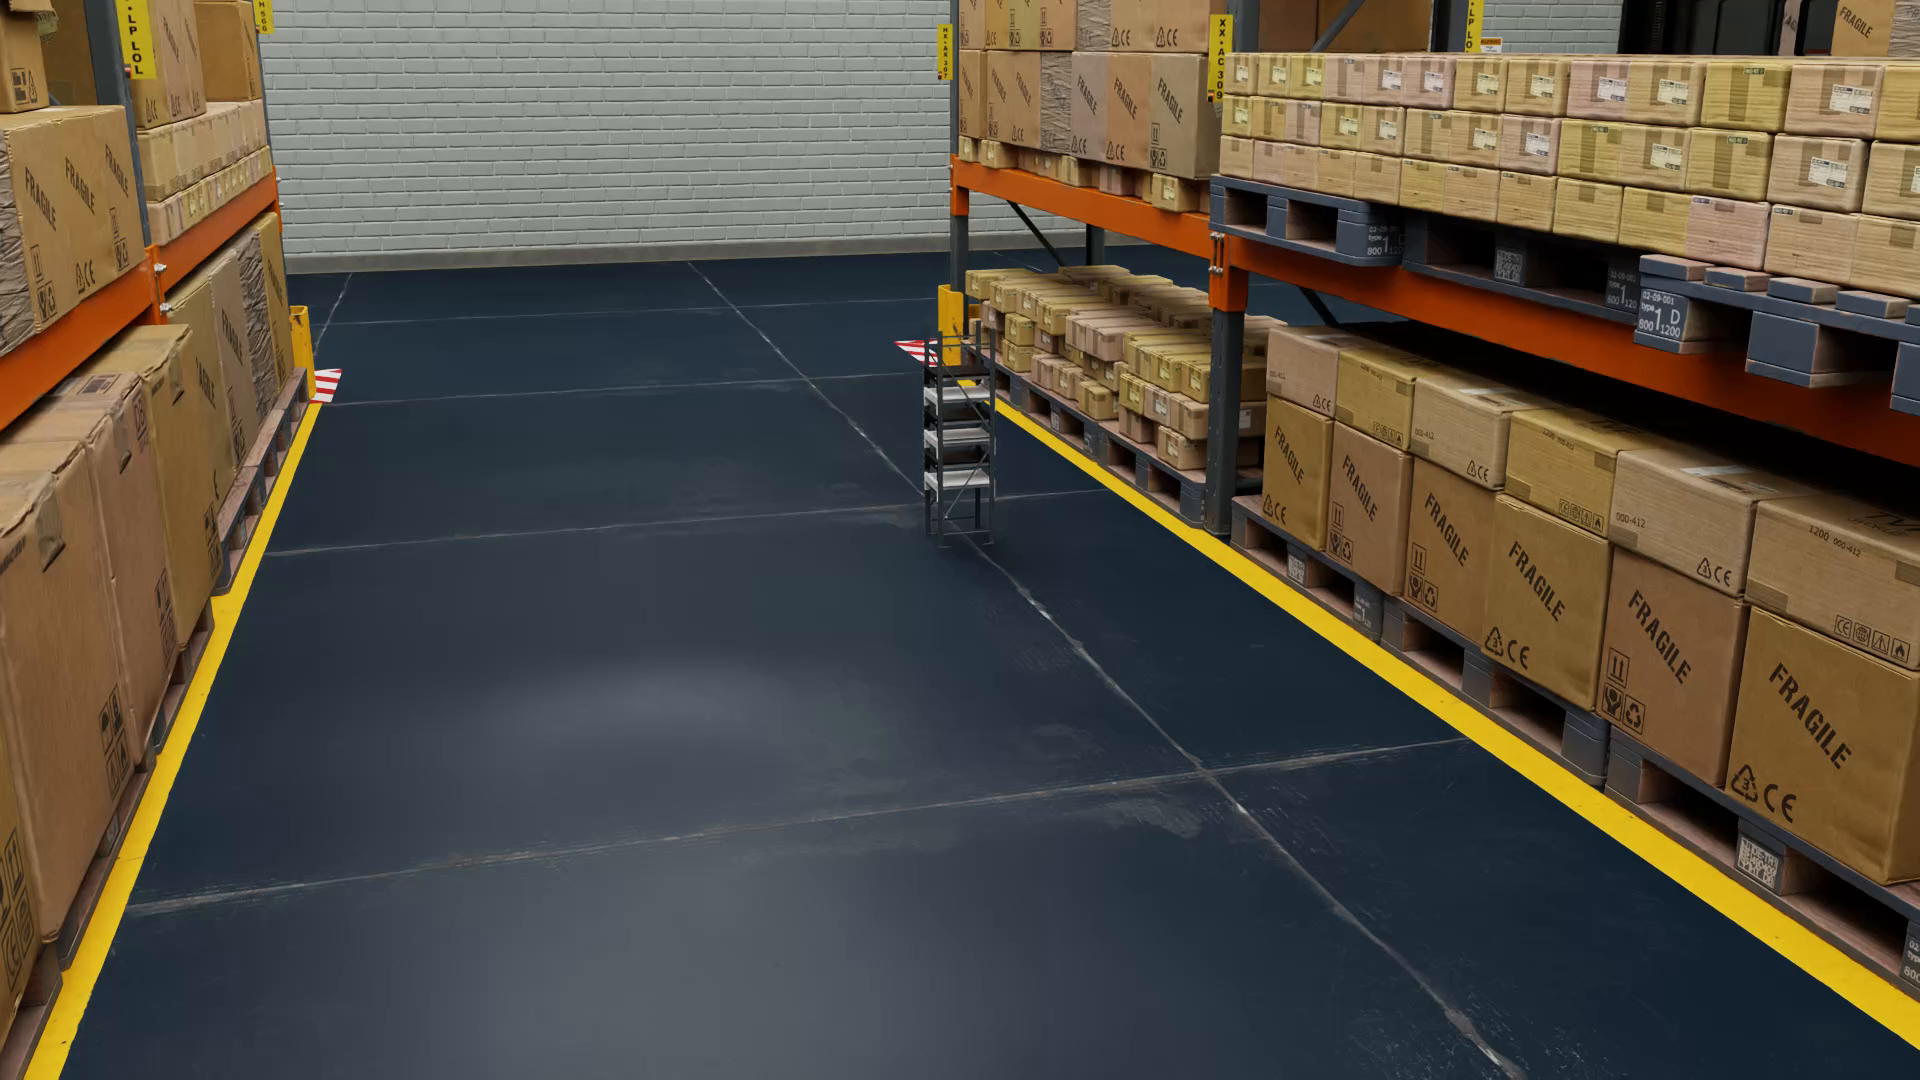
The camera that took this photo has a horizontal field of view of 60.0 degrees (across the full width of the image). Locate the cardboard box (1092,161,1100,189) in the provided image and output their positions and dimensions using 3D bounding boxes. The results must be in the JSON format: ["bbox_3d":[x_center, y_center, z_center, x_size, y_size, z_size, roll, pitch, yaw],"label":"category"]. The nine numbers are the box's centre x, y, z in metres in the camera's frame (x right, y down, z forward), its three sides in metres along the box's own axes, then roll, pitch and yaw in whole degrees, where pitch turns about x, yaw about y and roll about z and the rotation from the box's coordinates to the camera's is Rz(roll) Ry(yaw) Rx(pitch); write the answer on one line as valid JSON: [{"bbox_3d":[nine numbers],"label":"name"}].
[{"bbox_3d":[0.869,-1.804,8.180,0.380,0.149,0.250,-5,17,-16],"label":"cardboard box"}]

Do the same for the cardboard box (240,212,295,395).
[{"bbox_3d":[-4.110,-1.257,8.885,0.875,0.875,0.875,-5,17,-15],"label":"cardboard box"}]

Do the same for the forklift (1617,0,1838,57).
[{"bbox_3d":[3.608,-1.578,7.109,3.031,2.935,1.130,1,17,2],"label":"forklift"}]

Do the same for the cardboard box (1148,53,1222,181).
[{"bbox_3d":[1.129,-1.803,7.051,0.500,0.500,0.500,-5,17,-15],"label":"cardboard box"}]

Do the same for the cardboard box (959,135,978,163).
[{"bbox_3d":[0.208,-2.372,10.072,0.380,0.149,0.250,-5,17,-16],"label":"cardboard box"}]

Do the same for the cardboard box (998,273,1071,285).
[{"bbox_3d":[0.443,-1.490,9.891,0.380,0.149,0.250,-4,17,-14],"label":"cardboard box"}]

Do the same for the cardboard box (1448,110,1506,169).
[{"bbox_3d":[1.632,-1.147,4.747,0.380,0.149,0.250,-5,17,-16],"label":"cardboard box"}]

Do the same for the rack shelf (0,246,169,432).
[{"bbox_3d":[-2.713,-0.240,3.787,1.077,0.370,4.000,-5,17,-15],"label":"rack shelf"}]

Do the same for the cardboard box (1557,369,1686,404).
[{"bbox_3d":[2.269,-0.390,5.349,0.500,0.250,0.500,-6,18,-18],"label":"cardboard box"}]

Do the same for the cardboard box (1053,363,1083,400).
[{"bbox_3d":[0.709,-0.847,8.783,0.380,0.149,0.250,-5,17,-15],"label":"cardboard box"}]

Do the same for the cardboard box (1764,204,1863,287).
[{"bbox_3d":[1.989,-0.645,3.592,0.380,0.149,0.250,-5,17,-15],"label":"cardboard box"}]

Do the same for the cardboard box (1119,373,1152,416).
[{"bbox_3d":[0.965,-0.688,7.738,0.380,0.149,0.250,-5,18,-17],"label":"cardboard box"}]

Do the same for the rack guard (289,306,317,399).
[{"bbox_3d":[-4.369,-1.053,9.590,1.175,0.500,0.348,-5,17,-15],"label":"rack guard"}]

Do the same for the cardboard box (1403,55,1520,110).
[{"bbox_3d":[1.556,-1.364,4.953,0.380,0.149,0.250,-4,17,-13],"label":"cardboard box"}]

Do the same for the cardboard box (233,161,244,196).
[{"bbox_3d":[-3.594,-1.697,7.824,0.380,0.149,0.250,-5,17,-15],"label":"cardboard box"}]

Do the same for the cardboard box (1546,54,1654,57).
[{"bbox_3d":[2.112,-1.485,5.354,0.380,0.149,0.250,-5,18,-17],"label":"cardboard box"}]

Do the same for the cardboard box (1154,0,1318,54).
[{"bbox_3d":[1.145,-2.279,6.898,0.500,0.500,0.500,-5,18,-17],"label":"cardboard box"}]

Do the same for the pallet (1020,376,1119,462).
[{"bbox_3d":[0.976,-0.687,8.873,1.003,0.211,1.213,-5,17,-15],"label":"pallet"}]

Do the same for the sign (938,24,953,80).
[{"bbox_3d":[-0.087,-2.980,10.153,0.100,0.325,0.005,-5,17,-15],"label":"sign"}]

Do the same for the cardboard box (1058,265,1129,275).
[{"bbox_3d":[0.824,-1.602,10.264,0.380,0.149,0.250,-4,17,-15],"label":"cardboard box"}]

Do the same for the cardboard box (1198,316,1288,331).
[{"bbox_3d":[1.418,-1.028,8.352,0.380,0.149,0.250,-4,17,-14],"label":"cardboard box"}]

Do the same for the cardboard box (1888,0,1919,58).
[{"bbox_3d":[5.590,-2.837,9.272,0.500,0.500,0.500,-4,17,-15],"label":"cardboard box"}]

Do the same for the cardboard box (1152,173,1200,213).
[{"bbox_3d":[1.055,-1.504,7.183,0.380,0.149,0.250,-5,17,-17],"label":"cardboard box"}]

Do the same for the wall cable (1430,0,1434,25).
[{"bbox_3d":[4.955,-5.187,17.241,0.588,1.984,0.122,-5,17,-15],"label":"wall cable"}]

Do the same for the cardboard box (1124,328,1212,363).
[{"bbox_3d":[1.006,-0.914,7.972,0.380,0.149,0.250,-4,17,-13],"label":"cardboard box"}]

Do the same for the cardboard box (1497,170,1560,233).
[{"bbox_3d":[1.708,-0.931,4.545,0.380,0.149,0.250,-4,17,-14],"label":"cardboard box"}]

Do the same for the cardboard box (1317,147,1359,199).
[{"bbox_3d":[1.414,-1.222,5.513,0.380,0.149,0.250,-5,17,-15],"label":"cardboard box"}]

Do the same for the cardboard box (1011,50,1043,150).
[{"bbox_3d":[0.586,-2.370,8.937,0.500,0.500,0.500,-4,17,-15],"label":"cardboard box"}]

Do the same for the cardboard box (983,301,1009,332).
[{"bbox_3d":[0.353,-1.341,9.910,0.380,0.149,0.250,-5,17,-16],"label":"cardboard box"}]

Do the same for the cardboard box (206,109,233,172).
[{"bbox_3d":[-3.548,-1.777,7.396,0.500,0.250,0.500,-5,17,-15],"label":"cardboard box"}]

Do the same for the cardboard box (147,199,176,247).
[{"bbox_3d":[-3.025,-1.125,5.921,0.380,0.149,0.250,-5,17,-15],"label":"cardboard box"}]

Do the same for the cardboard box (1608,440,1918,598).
[{"bbox_3d":[2.044,-0.066,4.268,0.500,0.250,0.500,-4,17,-14],"label":"cardboard box"}]

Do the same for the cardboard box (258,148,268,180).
[{"bbox_3d":[-3.875,-1.979,8.764,0.380,0.149,0.250,-5,17,-15],"label":"cardboard box"}]

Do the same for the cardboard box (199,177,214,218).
[{"bbox_3d":[-3.314,-1.414,6.882,0.380,0.149,0.250,-5,17,-16],"label":"cardboard box"}]

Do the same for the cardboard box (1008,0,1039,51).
[{"bbox_3d":[0.569,-2.847,8.788,0.500,0.500,0.500,-5,17,-16],"label":"cardboard box"}]

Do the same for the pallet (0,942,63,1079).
[{"bbox_3d":[-2.308,1.080,2.988,1.003,0.211,1.213,-5,17,-15],"label":"pallet"}]

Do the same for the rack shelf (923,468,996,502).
[{"bbox_3d":[-0.002,-0.229,6.891,0.258,0.077,0.200,-5,17,-15],"label":"rack shelf"}]

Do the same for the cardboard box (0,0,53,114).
[{"bbox_3d":[-3.080,-1.490,4.780,0.797,0.503,0.637,-5,17,-17],"label":"cardboard box"}]

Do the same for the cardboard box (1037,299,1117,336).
[{"bbox_3d":[0.632,-1.195,8.906,0.380,0.149,0.250,-4,17,-14],"label":"cardboard box"}]

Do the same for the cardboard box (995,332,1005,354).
[{"bbox_3d":[0.421,-1.208,9.984,0.380,0.149,0.250,-5,17,-15],"label":"cardboard box"}]

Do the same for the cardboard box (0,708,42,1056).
[{"bbox_3d":[-2.333,0.593,2.728,1.225,0.875,0.875,-6,18,-18],"label":"cardboard box"}]

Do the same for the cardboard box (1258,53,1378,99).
[{"bbox_3d":[1.282,-1.645,5.888,0.380,0.149,0.250,-4,17,-14],"label":"cardboard box"}]

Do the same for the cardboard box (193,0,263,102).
[{"bbox_3d":[-3.976,-2.560,8.700,0.500,0.500,0.500,-4,17,-15],"label":"cardboard box"}]

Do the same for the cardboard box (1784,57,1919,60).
[{"bbox_3d":[2.404,-1.194,4.387,0.380,0.149,0.250,-4,17,-13],"label":"cardboard box"}]

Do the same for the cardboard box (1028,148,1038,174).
[{"bbox_3d":[0.594,-2.089,9.128,0.380,0.149,0.250,-5,17,-16],"label":"cardboard box"}]

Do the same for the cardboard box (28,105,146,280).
[{"bbox_3d":[-2.872,-1.078,5.152,0.500,0.500,0.500,-5,17,-15],"label":"cardboard box"}]

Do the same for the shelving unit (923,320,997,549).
[{"bbox_3d":[-0.002,-0.433,6.830,0.258,0.900,0.210,-5,17,-15],"label":"shelving unit"}]

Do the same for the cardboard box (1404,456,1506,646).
[{"bbox_3d":[1.786,0.010,5.320,0.500,0.500,0.500,-4,17,-14],"label":"cardboard box"}]

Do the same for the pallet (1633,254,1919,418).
[{"bbox_3d":[2.335,-0.492,3.710,1.213,0.211,1.003,-5,17,-15],"label":"pallet"}]

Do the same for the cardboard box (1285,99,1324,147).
[{"bbox_3d":[1.344,-1.437,5.711,0.380,0.149,0.250,-4,17,-14],"label":"cardboard box"}]

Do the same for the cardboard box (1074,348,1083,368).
[{"bbox_3d":[0.814,-0.987,8.734,0.380,0.149,0.250,-4,17,-13],"label":"cardboard box"}]

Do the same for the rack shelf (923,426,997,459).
[{"bbox_3d":[-0.002,-0.401,6.840,0.258,0.077,0.200,-5,17,-15],"label":"rack shelf"}]

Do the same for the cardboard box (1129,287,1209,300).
[{"bbox_3d":[1.168,-1.320,9.324,0.380,0.149,0.250,-4,17,-13],"label":"cardboard box"}]

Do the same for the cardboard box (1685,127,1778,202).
[{"bbox_3d":[1.910,-0.865,3.809,0.380,0.149,0.250,-4,17,-14],"label":"cardboard box"}]

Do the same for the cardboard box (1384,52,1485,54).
[{"bbox_3d":[1.832,-1.772,6.309,0.380,0.149,0.250,-4,17,-13],"label":"cardboard box"}]

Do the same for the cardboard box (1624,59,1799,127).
[{"bbox_3d":[1.842,-1.076,3.992,0.380,0.149,0.250,-4,17,-14],"label":"cardboard box"}]

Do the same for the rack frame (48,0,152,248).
[{"bbox_3d":[-3.263,-1.137,5.525,1.000,3.000,0.127,-5,17,-15],"label":"rack frame"}]

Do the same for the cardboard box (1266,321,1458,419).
[{"bbox_3d":[1.483,-0.639,6.178,0.500,0.250,0.500,-5,18,-18],"label":"cardboard box"}]

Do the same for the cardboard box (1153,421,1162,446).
[{"bbox_3d":[1.107,-0.497,7.620,0.380,0.149,0.250,-4,17,-14],"label":"cardboard box"}]
